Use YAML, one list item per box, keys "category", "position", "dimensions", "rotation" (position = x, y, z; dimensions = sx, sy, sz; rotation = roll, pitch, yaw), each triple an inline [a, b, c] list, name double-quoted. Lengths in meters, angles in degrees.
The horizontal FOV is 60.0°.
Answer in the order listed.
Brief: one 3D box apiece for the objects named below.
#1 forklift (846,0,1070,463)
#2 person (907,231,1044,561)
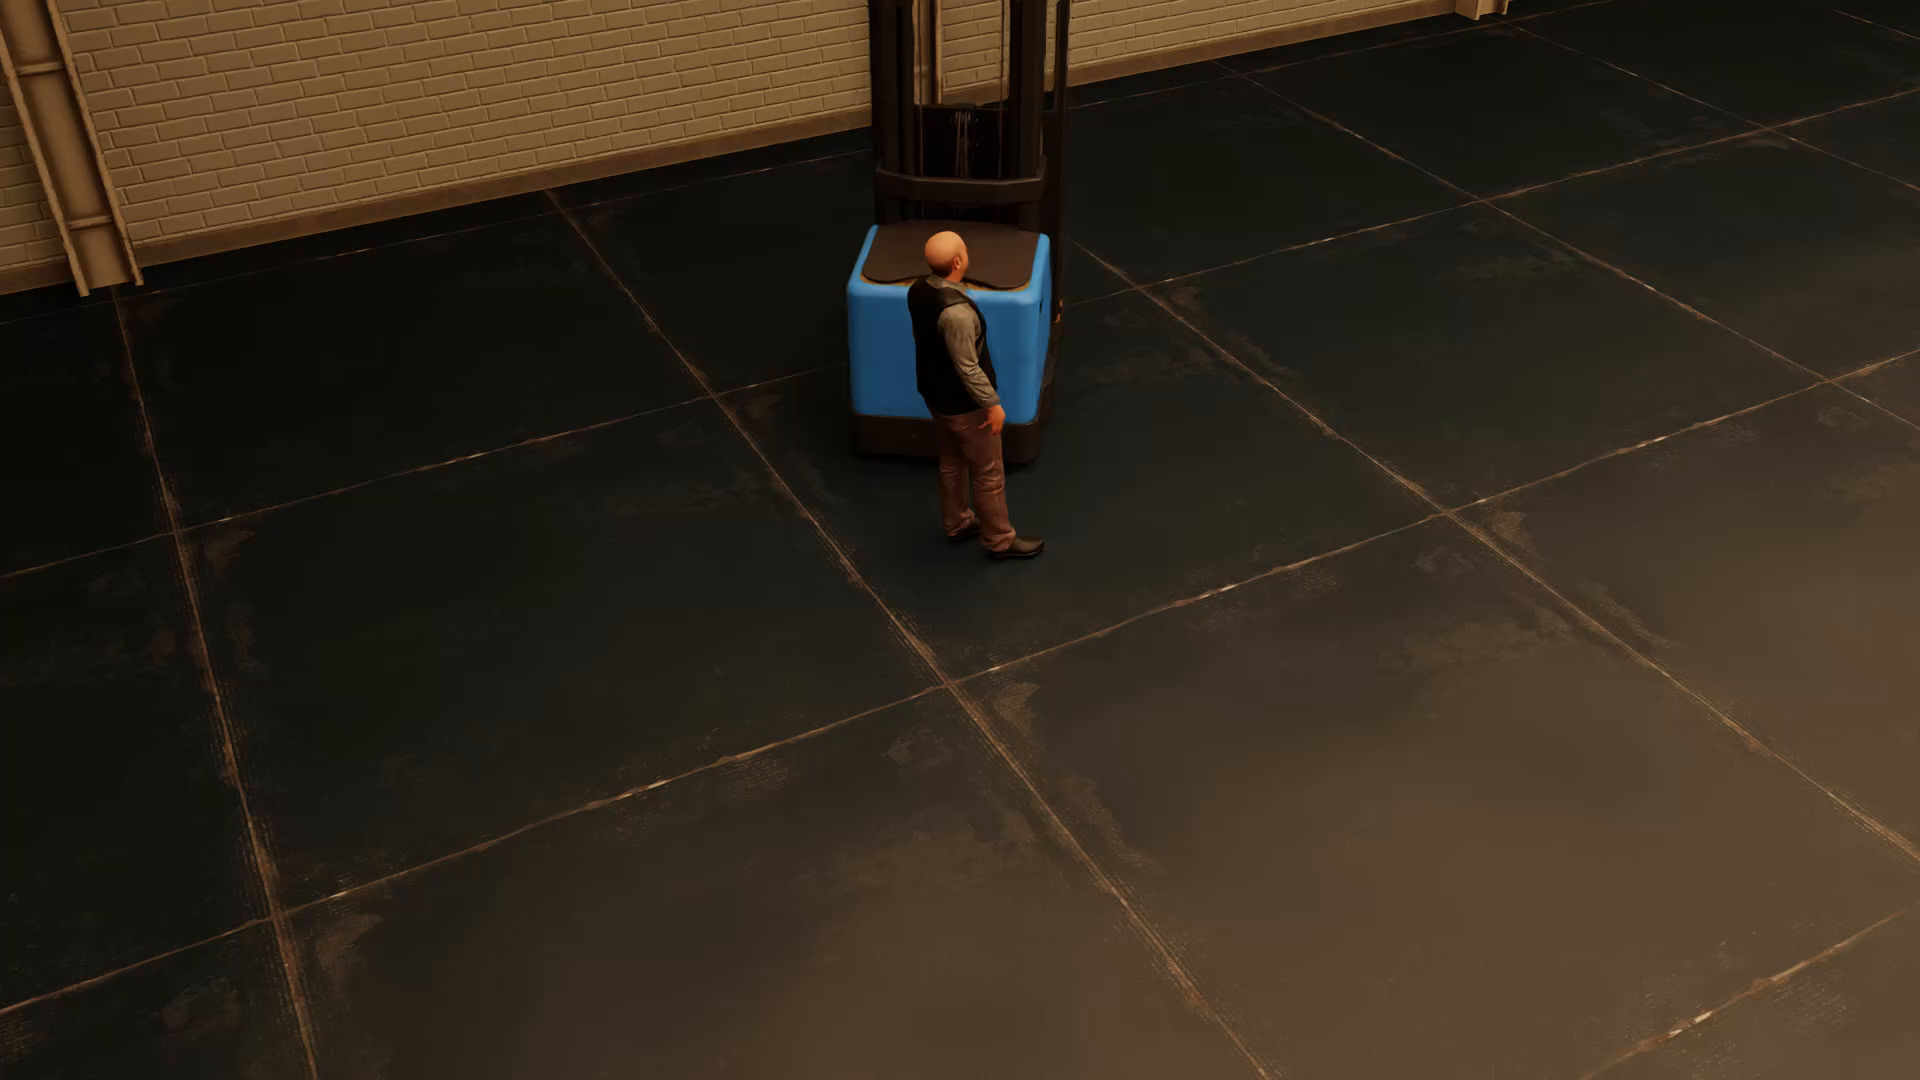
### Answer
- category: "forklift"
  position: [0.078, -2.460, 9.603]
  dimensions: [1.130, 2.935, 3.031]
  rotation: [4, 35, 6]
- category: "person"
  position: [0.058, -0.721, 8.179]
  dimensions: [0.568, 1.720, 0.632]
  rotation: [-17, 39, -23]
